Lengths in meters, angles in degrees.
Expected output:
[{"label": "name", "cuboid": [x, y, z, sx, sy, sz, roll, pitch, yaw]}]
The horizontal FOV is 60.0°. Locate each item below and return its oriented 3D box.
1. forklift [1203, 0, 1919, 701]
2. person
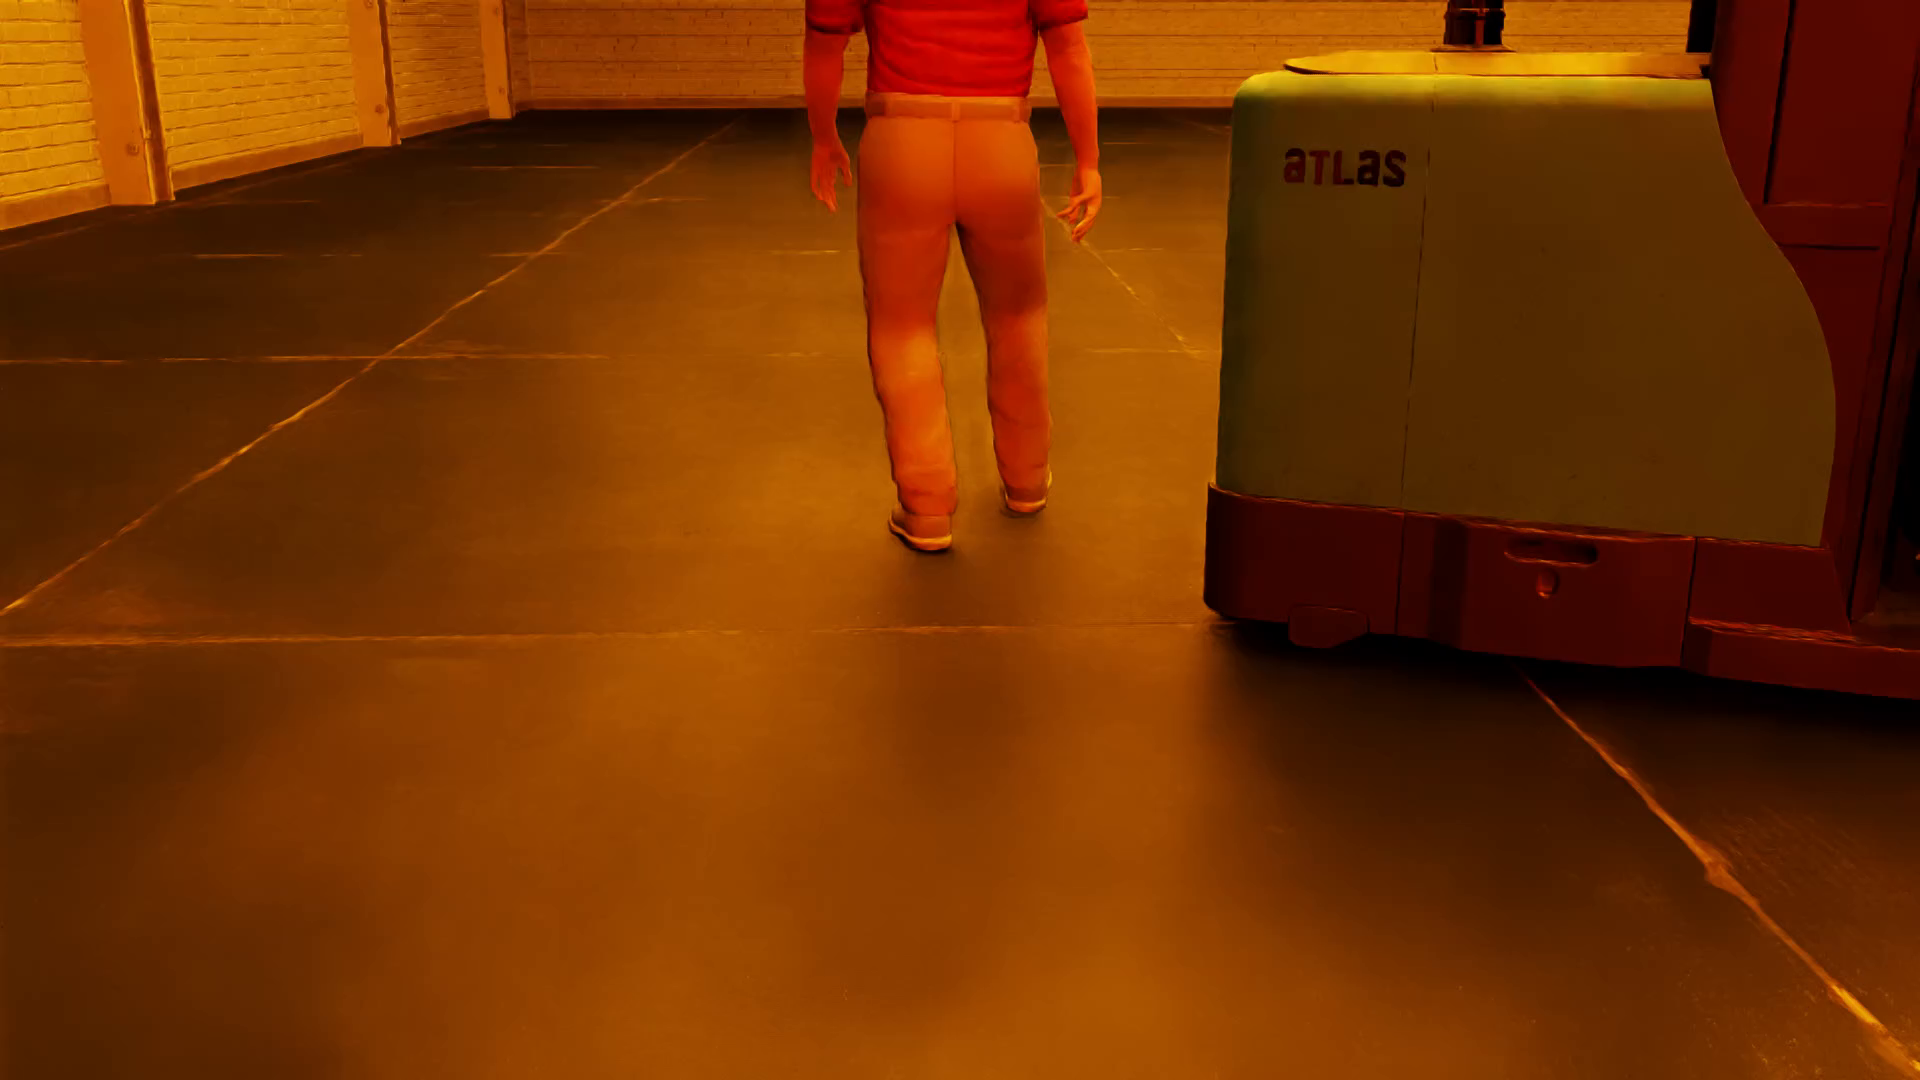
[{"label": "forklift", "cuboid": [2.053, -1.188, 2.791, 3.031, 2.935, 1.130, 6, 18, 19]}, {"label": "person", "cuboid": [-0.023, -0.869, 3.868, 0.670, 1.696, 0.649, -2, 17, -6]}]
